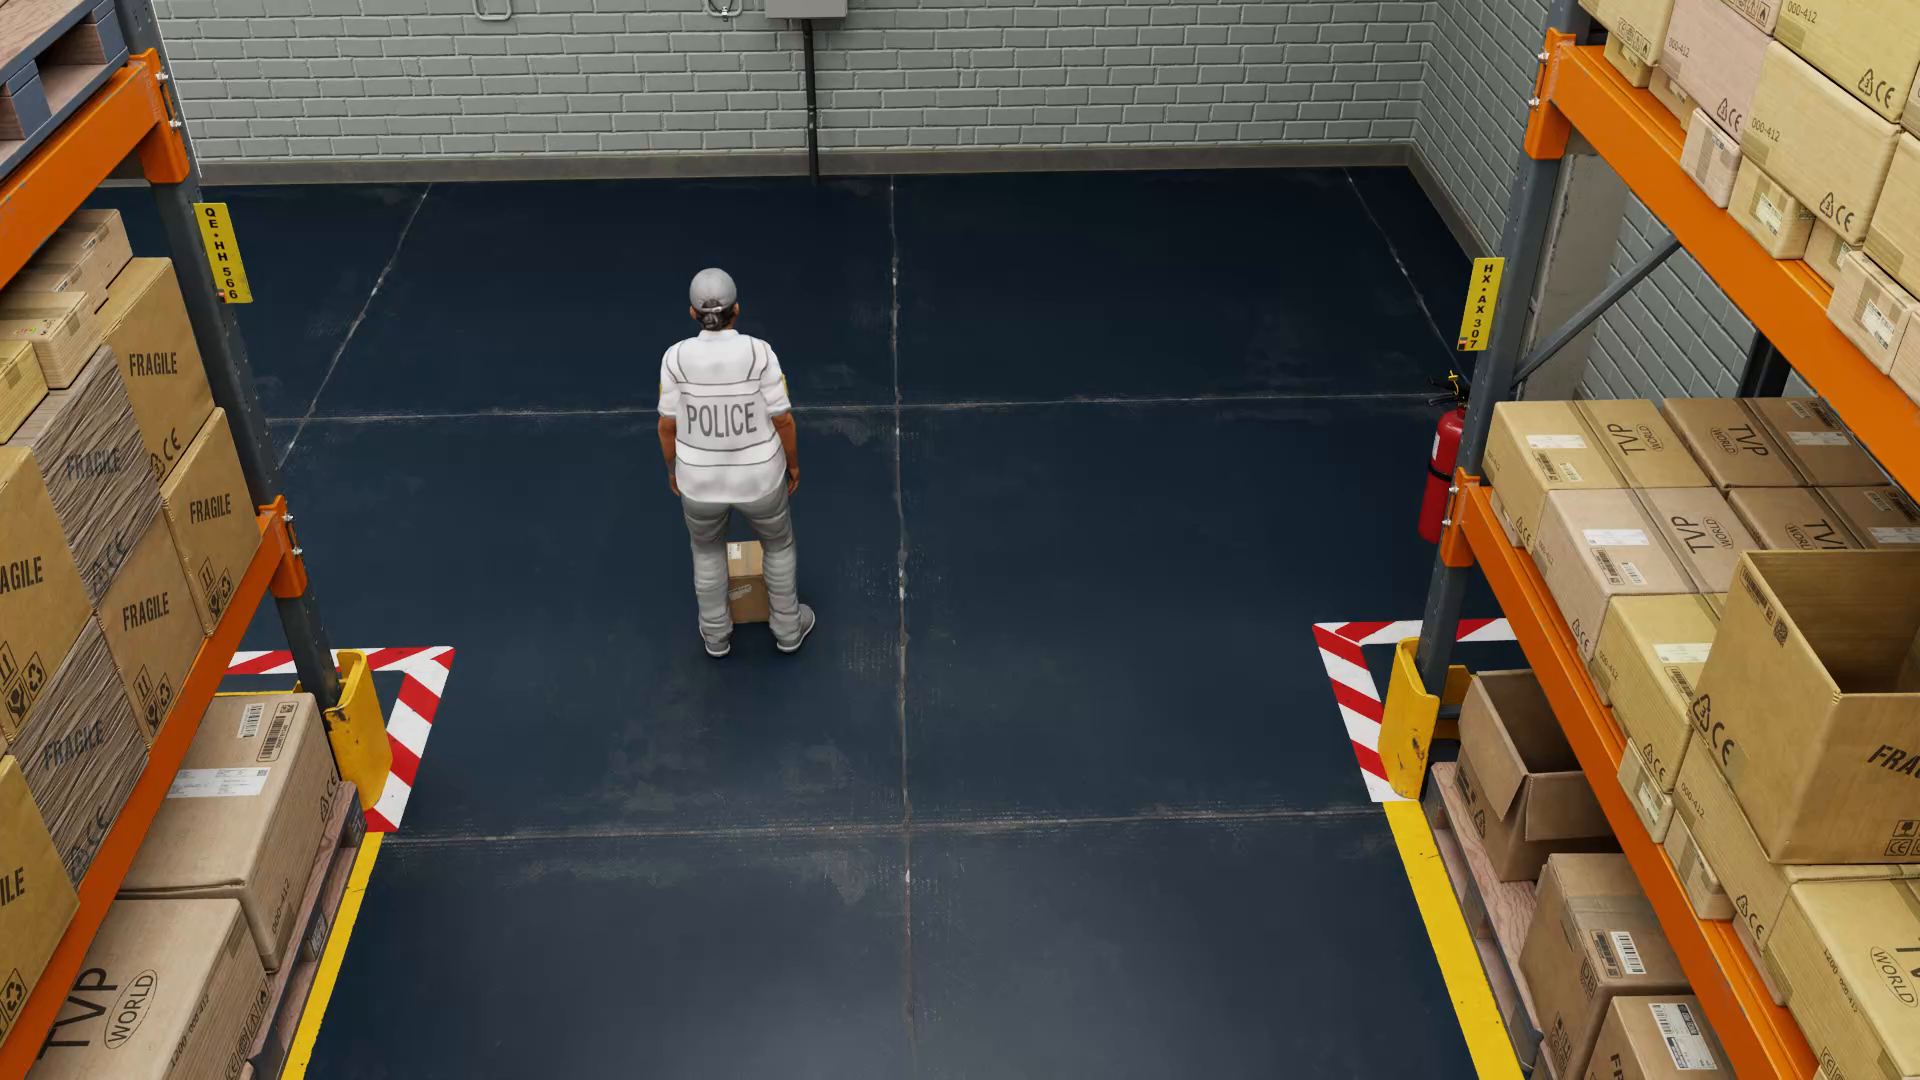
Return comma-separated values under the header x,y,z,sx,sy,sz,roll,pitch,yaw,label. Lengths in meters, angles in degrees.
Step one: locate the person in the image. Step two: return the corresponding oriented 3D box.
x,y,z,sx,sy,sz,roll,pitch,yaw,label
-0.883,-0.271,6.521,0.539,1.667,0.466,-1,35,-2,person
